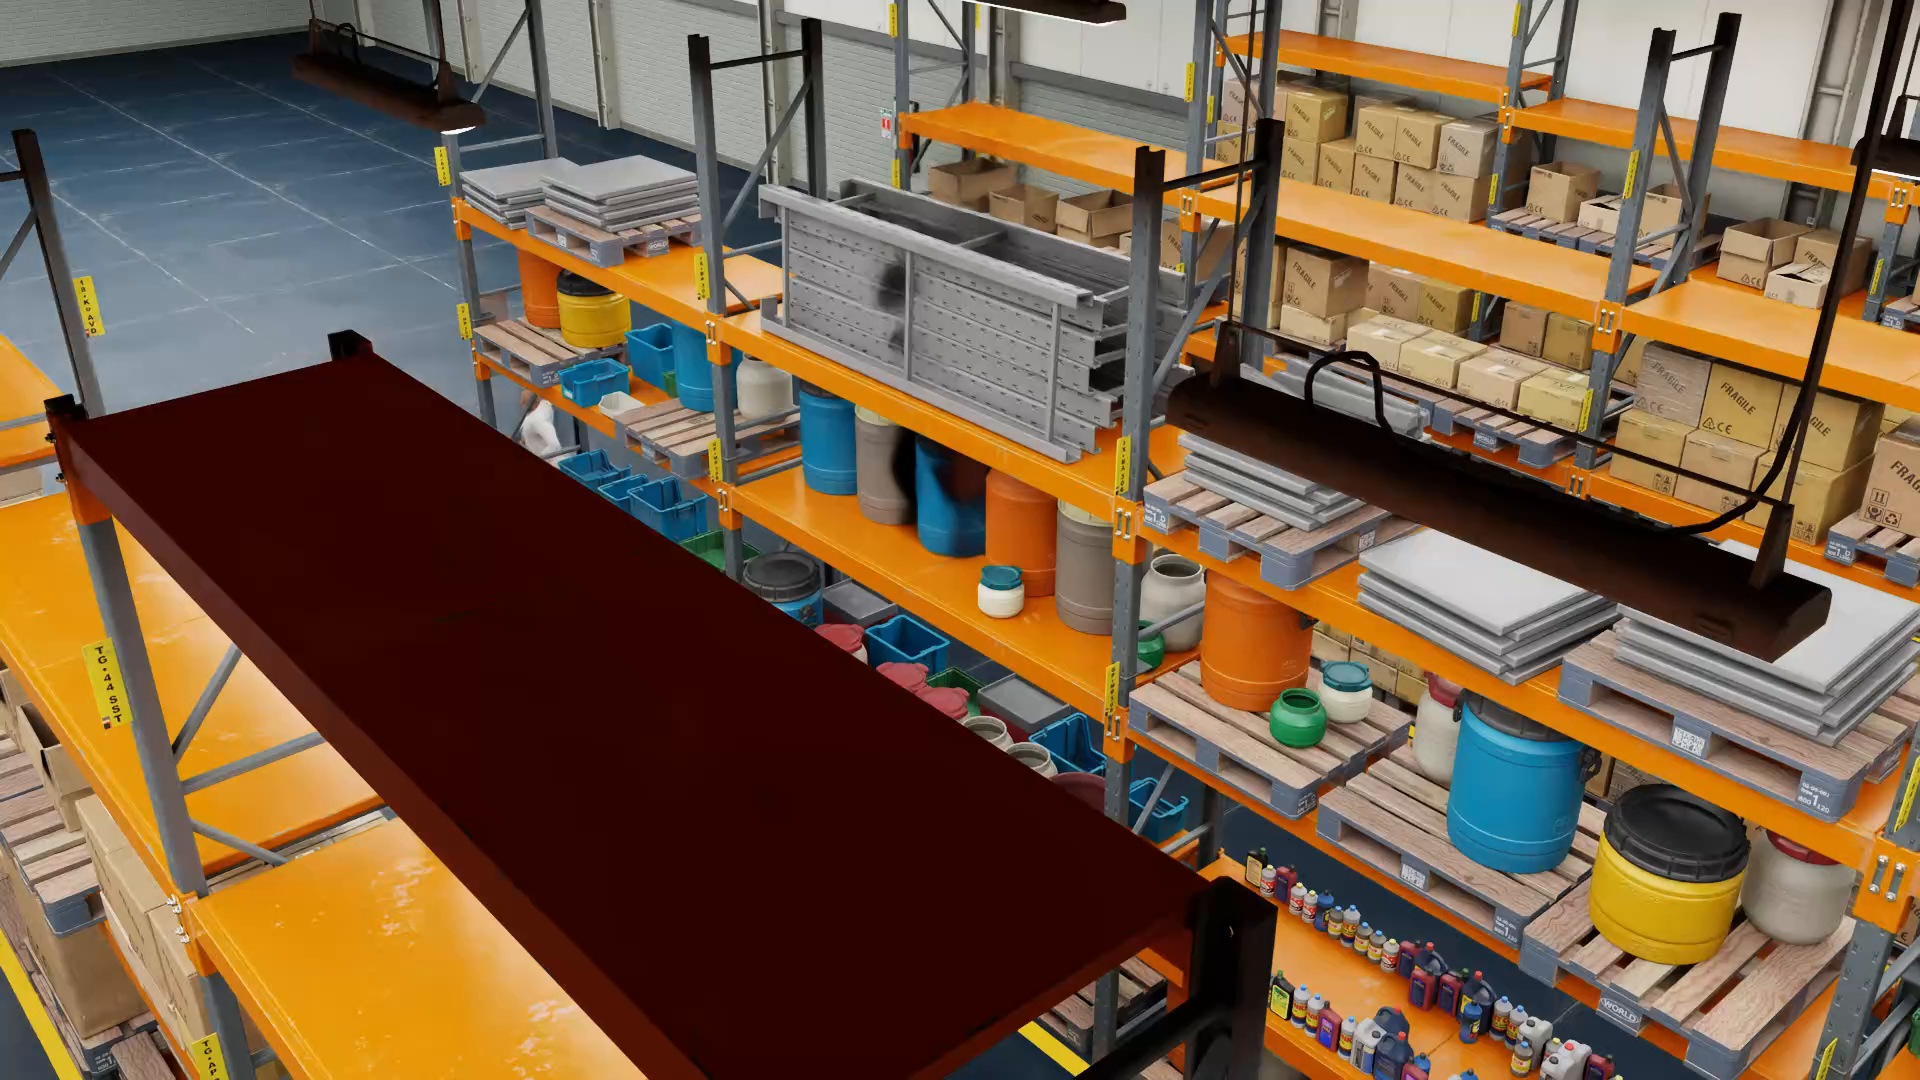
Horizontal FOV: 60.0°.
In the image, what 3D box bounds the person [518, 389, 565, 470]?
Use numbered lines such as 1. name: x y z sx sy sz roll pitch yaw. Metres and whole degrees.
1. person: -4.280 -0.835 17.315 1.046 1.704 0.760 -1 27 -2
